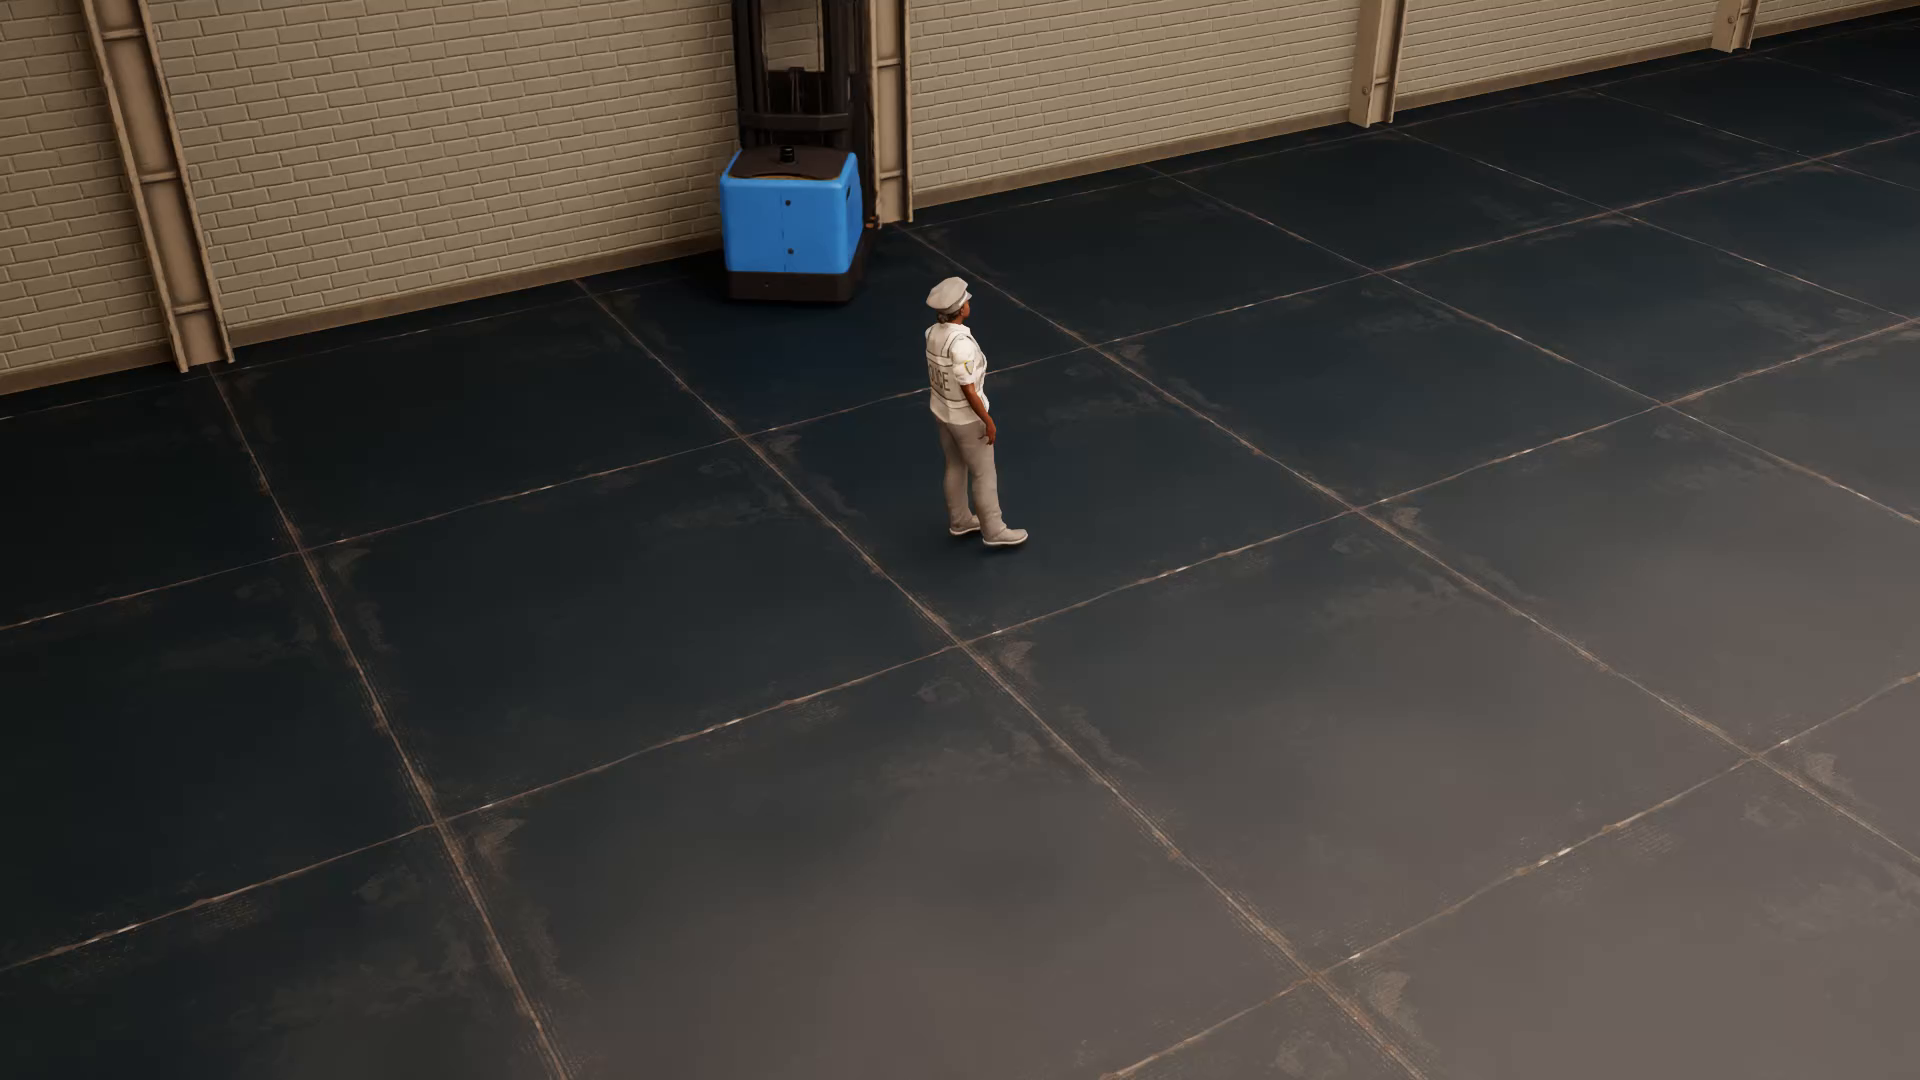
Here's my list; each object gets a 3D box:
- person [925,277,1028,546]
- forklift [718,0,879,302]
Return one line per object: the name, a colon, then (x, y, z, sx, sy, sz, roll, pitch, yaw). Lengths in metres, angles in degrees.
person: (0.074, -0.778, 10.059, 0.529, 1.695, 0.569, -17, 35, -26)
forklift: (-1.318, -3.935, 14.219, 1.130, 2.935, 3.031, 2, 31, 3)
